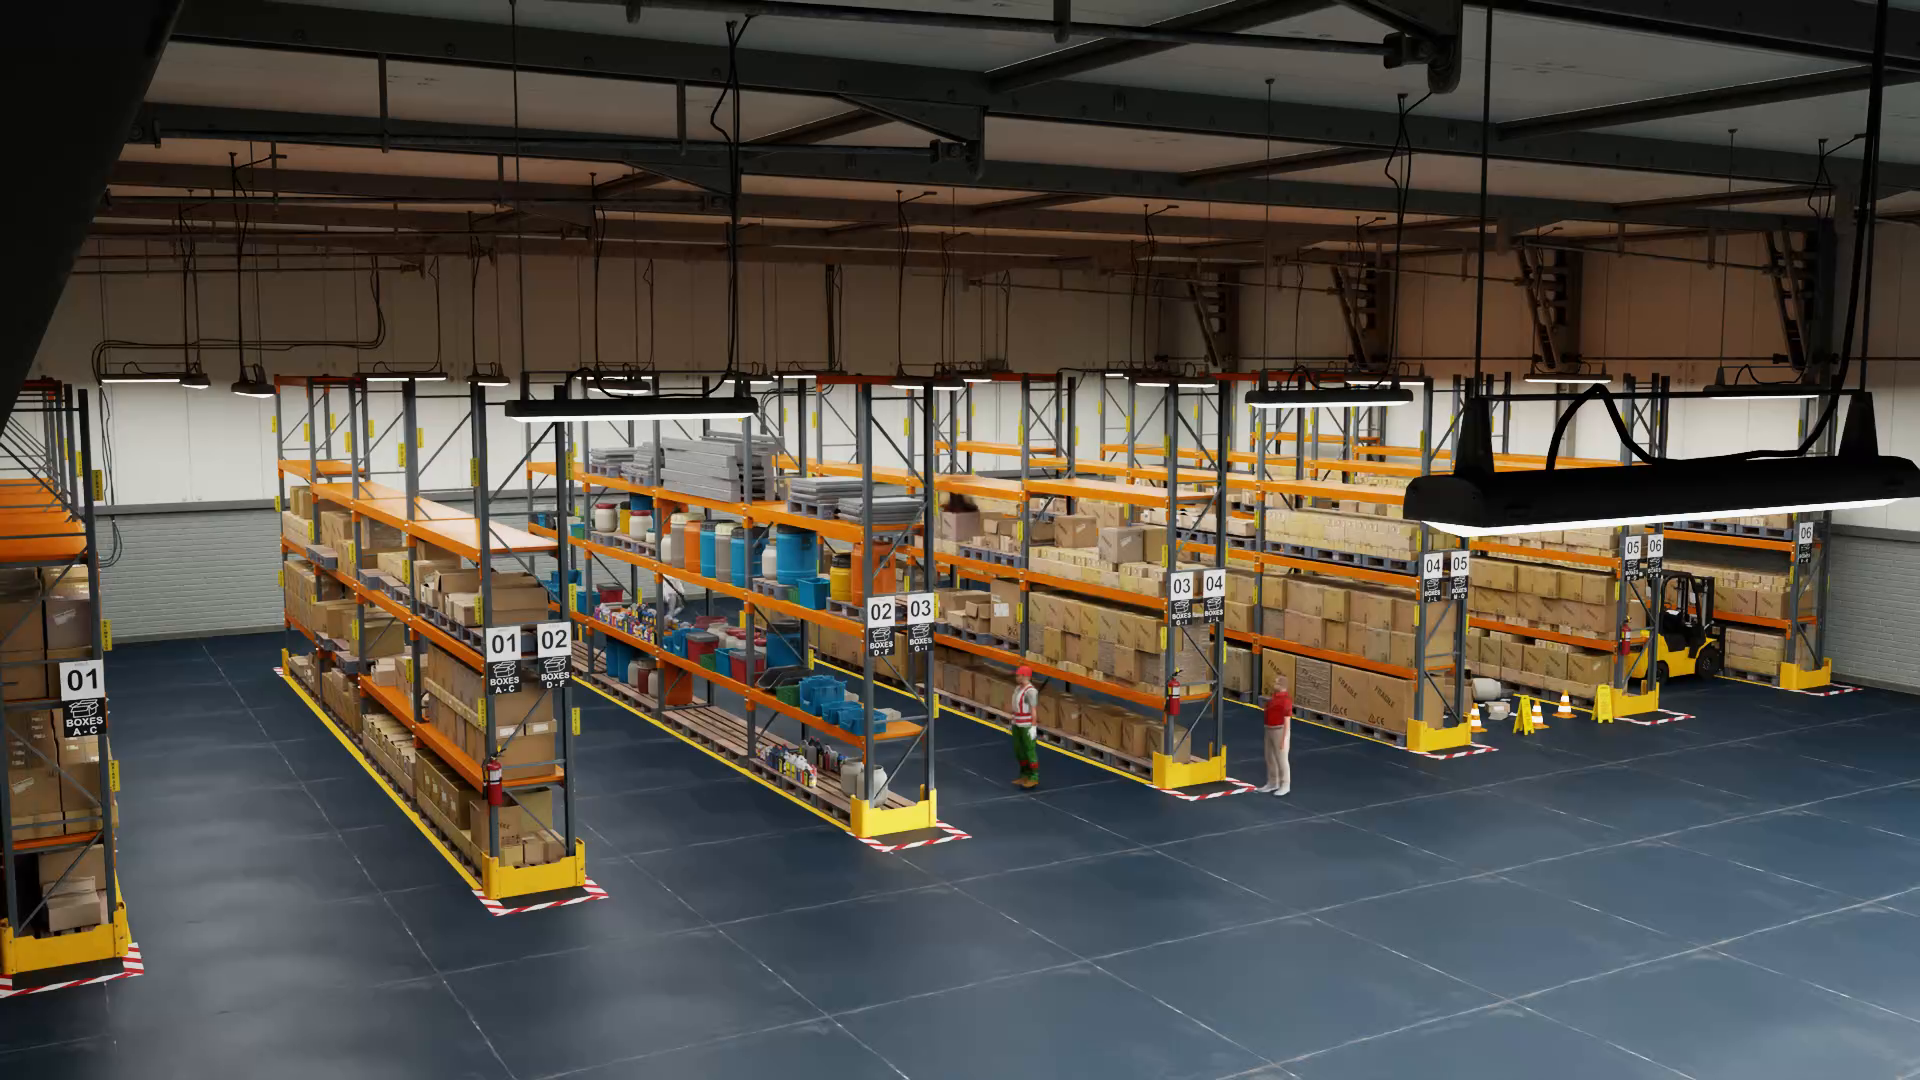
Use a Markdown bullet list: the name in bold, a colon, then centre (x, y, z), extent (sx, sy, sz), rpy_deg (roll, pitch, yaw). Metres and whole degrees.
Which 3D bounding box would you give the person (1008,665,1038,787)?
- **person**: centre (0.952, 2.757, 24.600), extent (0.356, 1.823, 0.674), rpy_deg (-3, 7, -28)

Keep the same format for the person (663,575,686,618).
- **person**: centre (-6.623, 1.266, 38.638), extent (0.436, 1.690, 0.519), rpy_deg (1, 6, 11)

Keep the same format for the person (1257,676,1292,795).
- **person**: centre (4.597, 2.836, 24.164), extent (0.393, 1.749, 0.574), rpy_deg (-3, 7, -23)
